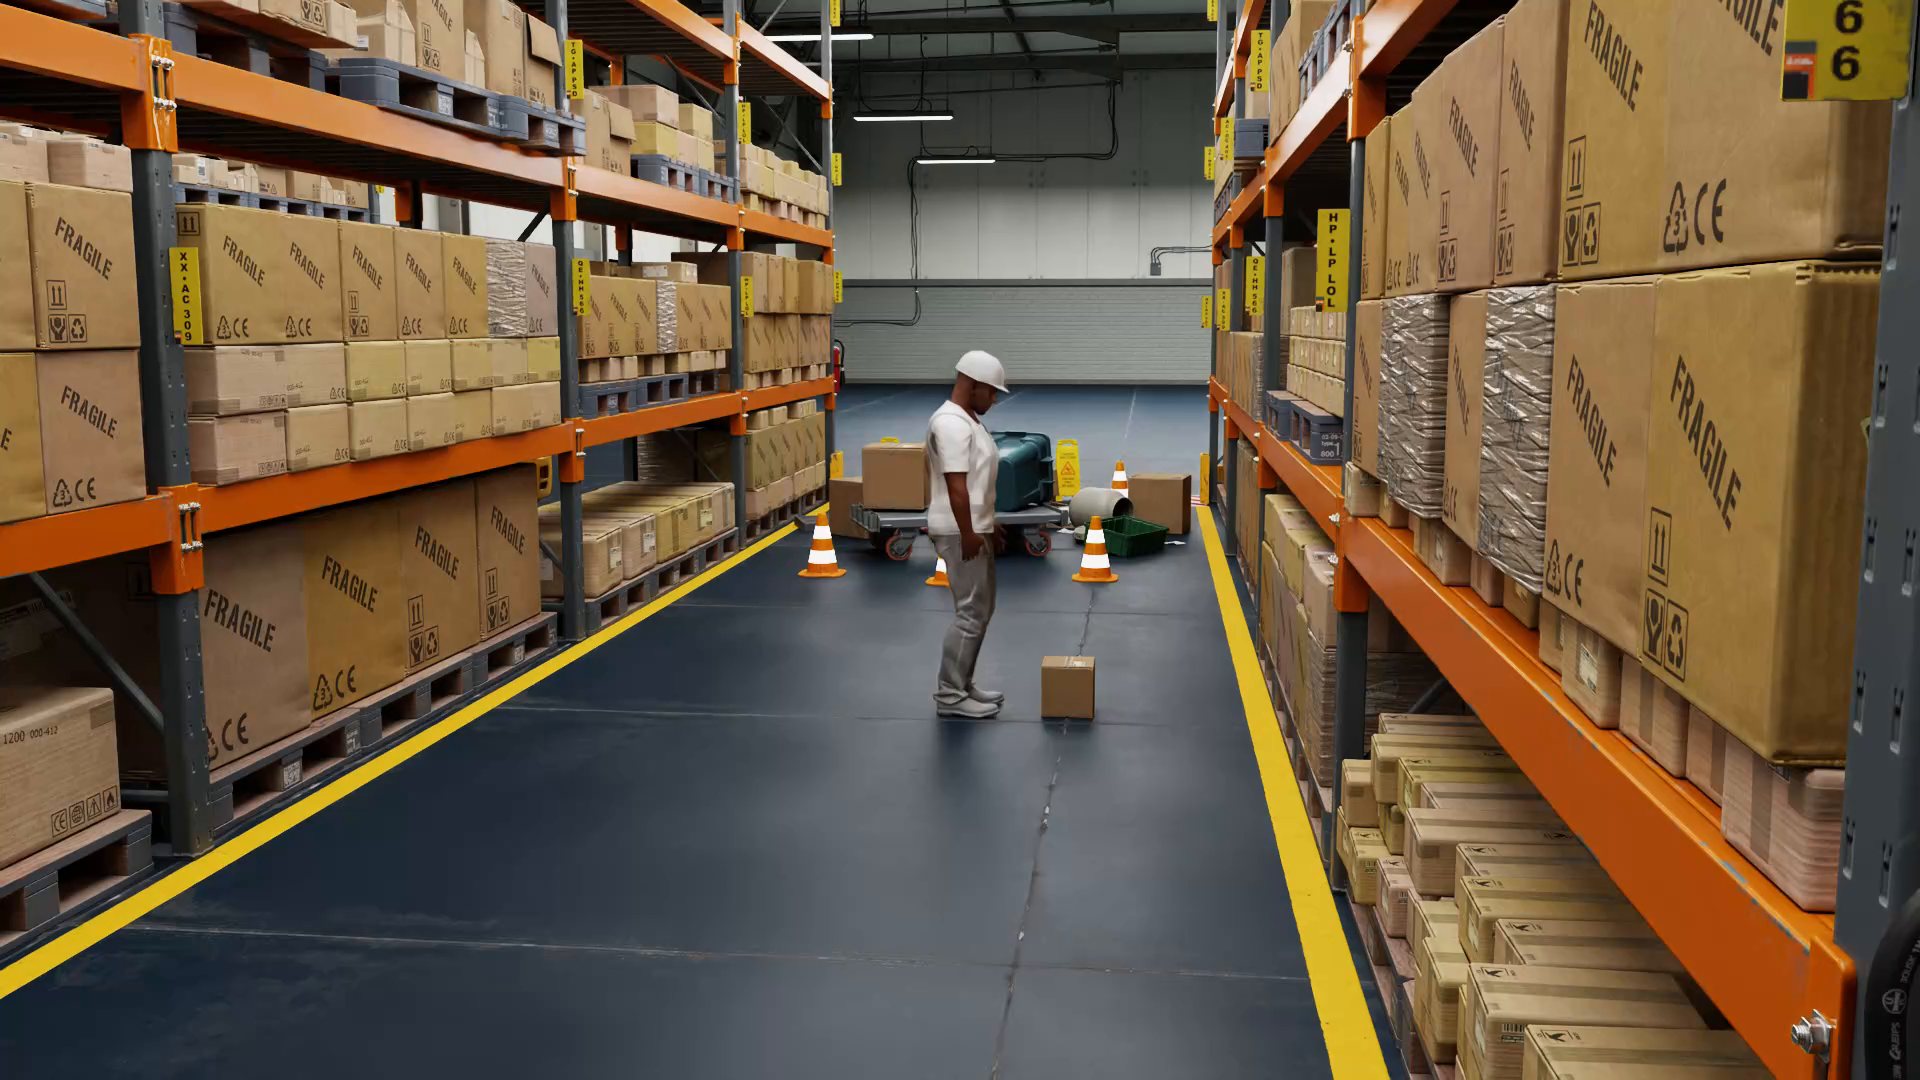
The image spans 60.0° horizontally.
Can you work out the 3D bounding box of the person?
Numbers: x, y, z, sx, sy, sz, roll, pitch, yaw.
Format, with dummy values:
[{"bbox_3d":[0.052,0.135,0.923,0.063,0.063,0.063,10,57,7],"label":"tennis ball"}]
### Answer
[{"bbox_3d":[0.046,-0.039,8.063,0.390,1.748,0.575,1,8,7],"label":"person"}]
